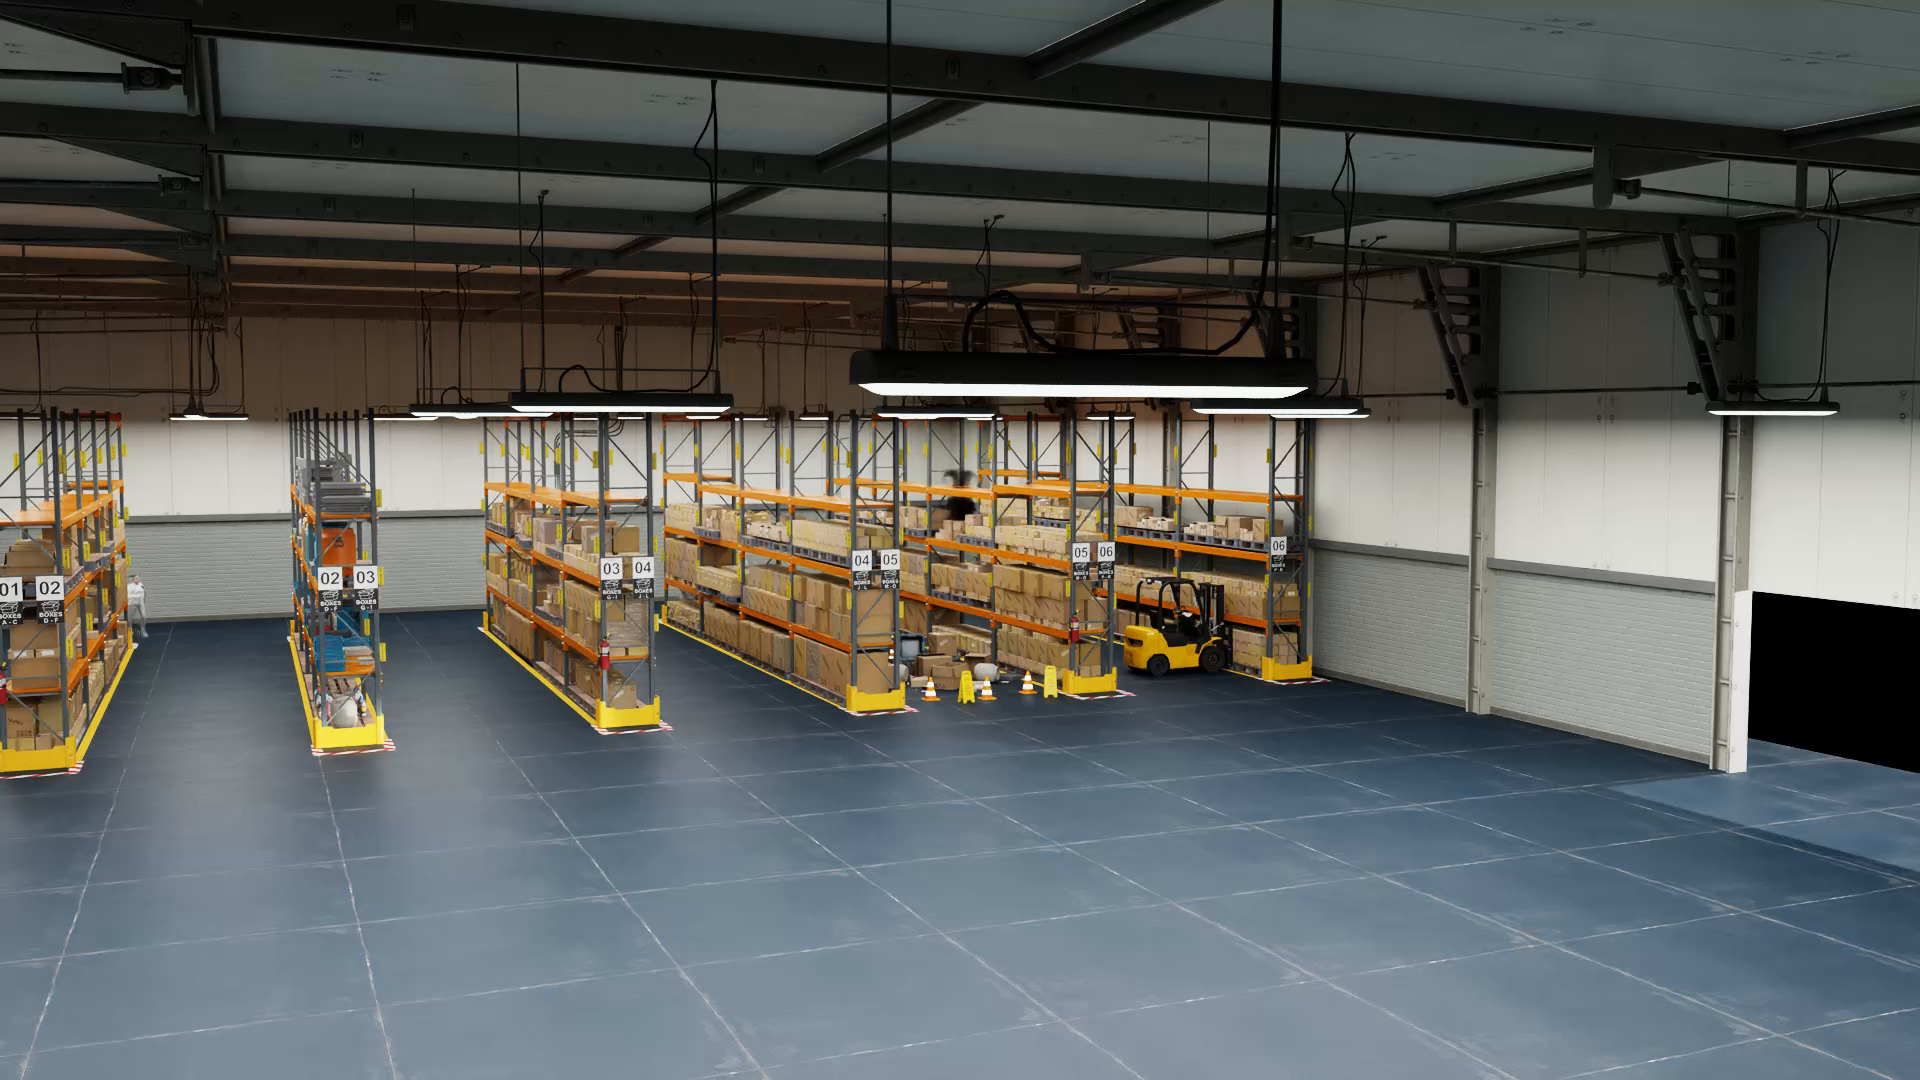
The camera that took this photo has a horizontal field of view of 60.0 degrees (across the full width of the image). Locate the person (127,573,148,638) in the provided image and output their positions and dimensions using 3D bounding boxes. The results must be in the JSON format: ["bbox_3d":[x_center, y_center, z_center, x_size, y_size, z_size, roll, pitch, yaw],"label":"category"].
[{"bbox_3d":[-22.062,1.747,44.512,0.835,1.728,0.590,3,5,37],"label":"person"}]

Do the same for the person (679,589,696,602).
[{"bbox_3d":[-8.153,1.348,49.678,0.673,1.755,0.908,4,6,45],"label":"person"}]
